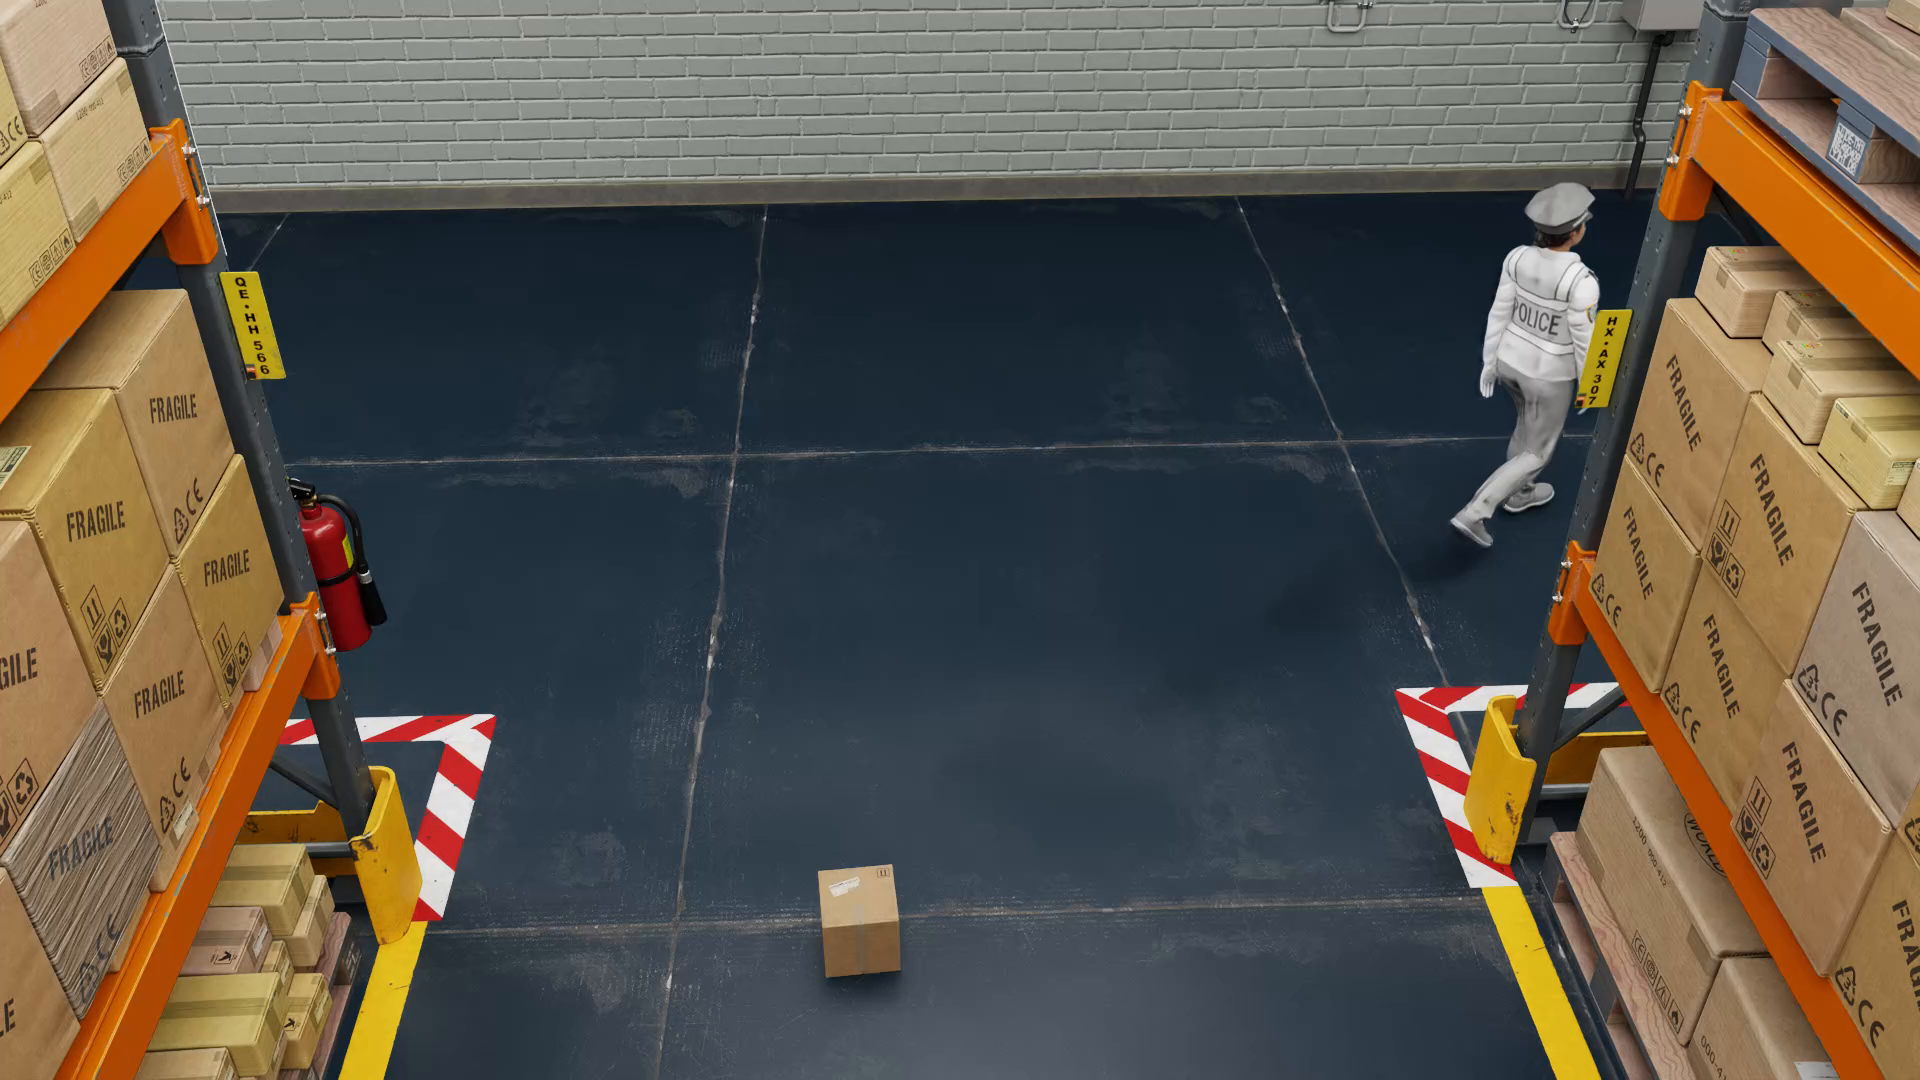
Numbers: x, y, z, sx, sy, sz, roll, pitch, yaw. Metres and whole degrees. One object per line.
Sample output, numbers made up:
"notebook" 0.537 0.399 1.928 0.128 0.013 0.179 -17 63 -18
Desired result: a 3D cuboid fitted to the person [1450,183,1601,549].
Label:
"person" 2.464 -0.726 7.129 0.840 1.655 0.484 -20 40 -26
